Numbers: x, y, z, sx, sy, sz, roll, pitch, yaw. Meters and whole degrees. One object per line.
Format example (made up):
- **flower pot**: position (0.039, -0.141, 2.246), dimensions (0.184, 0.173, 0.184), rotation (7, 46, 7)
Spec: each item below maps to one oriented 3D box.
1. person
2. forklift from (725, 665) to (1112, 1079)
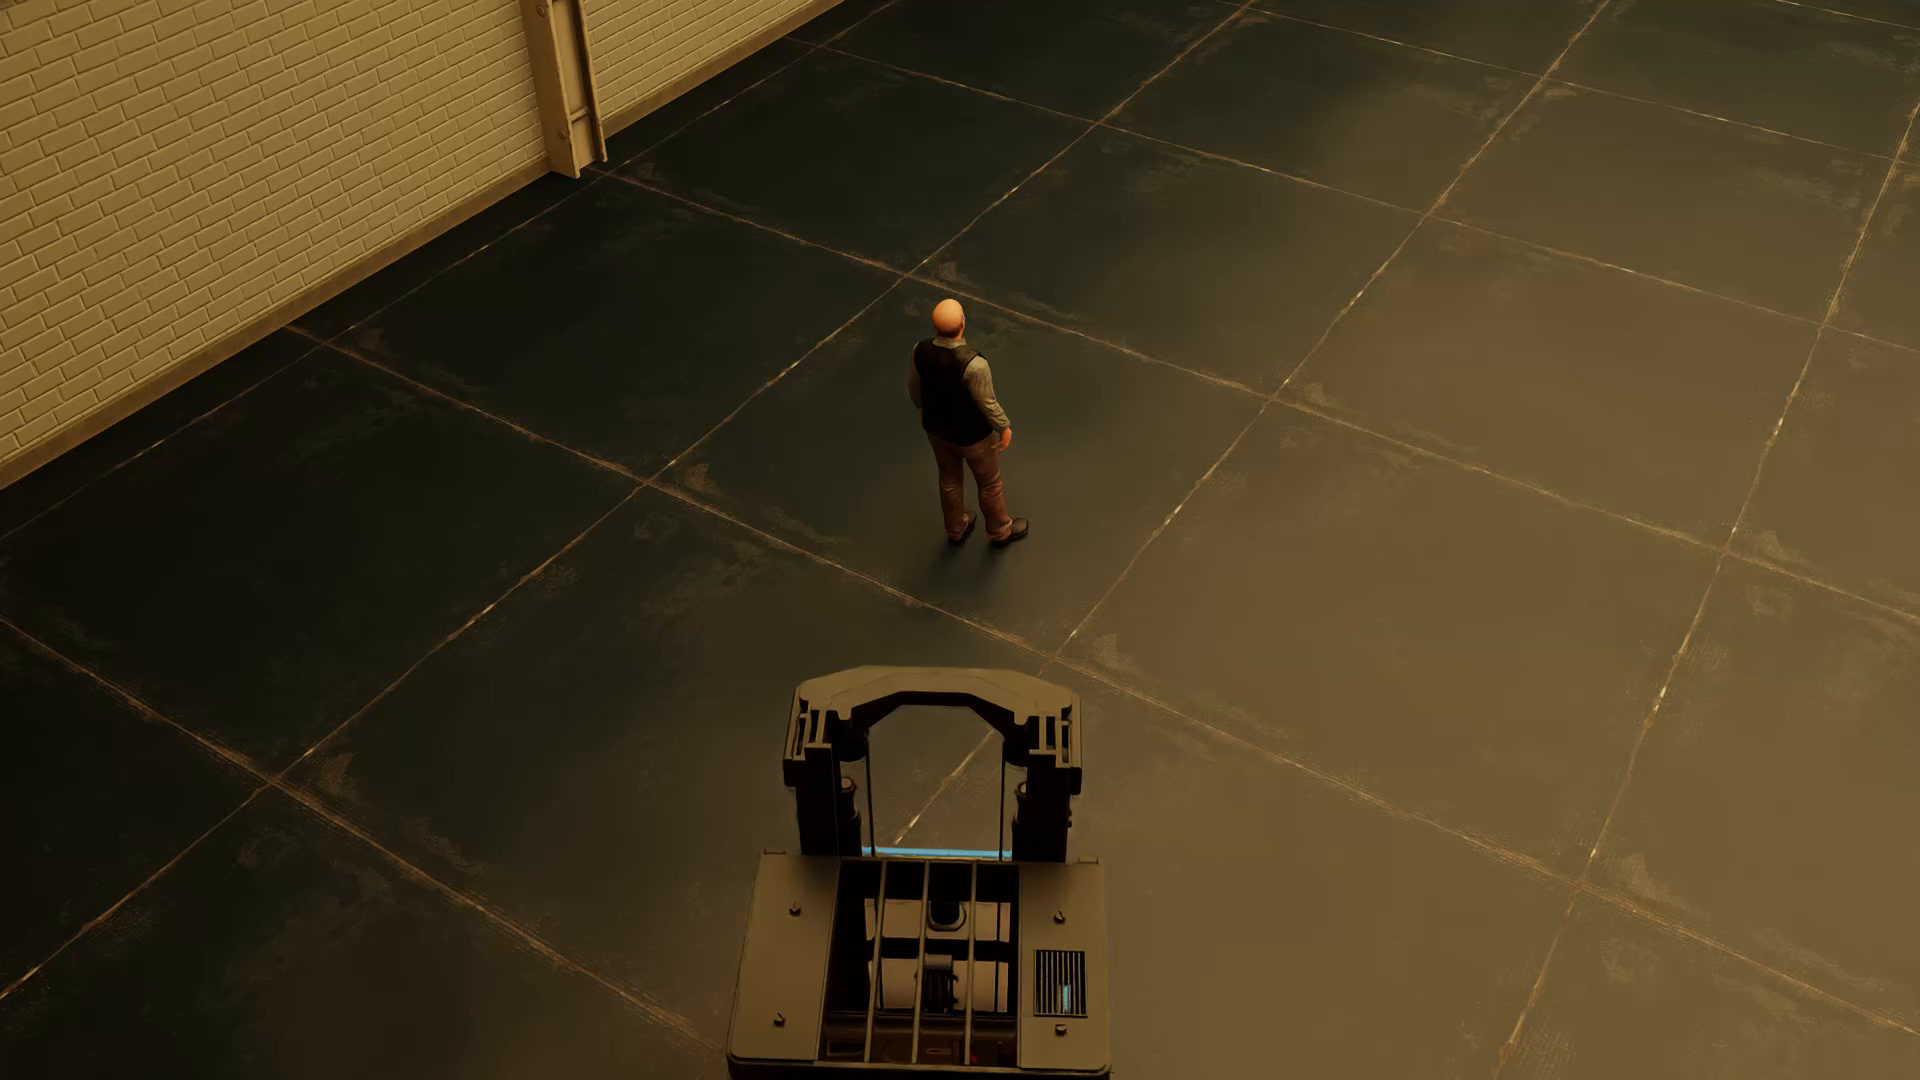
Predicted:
- **person**: position (0.040, -0.693, 9.709), dimensions (0.632, 1.720, 0.568), rotation (22, 45, 24)
- **forklift**: position (-0.102, 1.963, 5.650), dimensions (1.130, 2.935, 3.031), rotation (1, 40, 2)
